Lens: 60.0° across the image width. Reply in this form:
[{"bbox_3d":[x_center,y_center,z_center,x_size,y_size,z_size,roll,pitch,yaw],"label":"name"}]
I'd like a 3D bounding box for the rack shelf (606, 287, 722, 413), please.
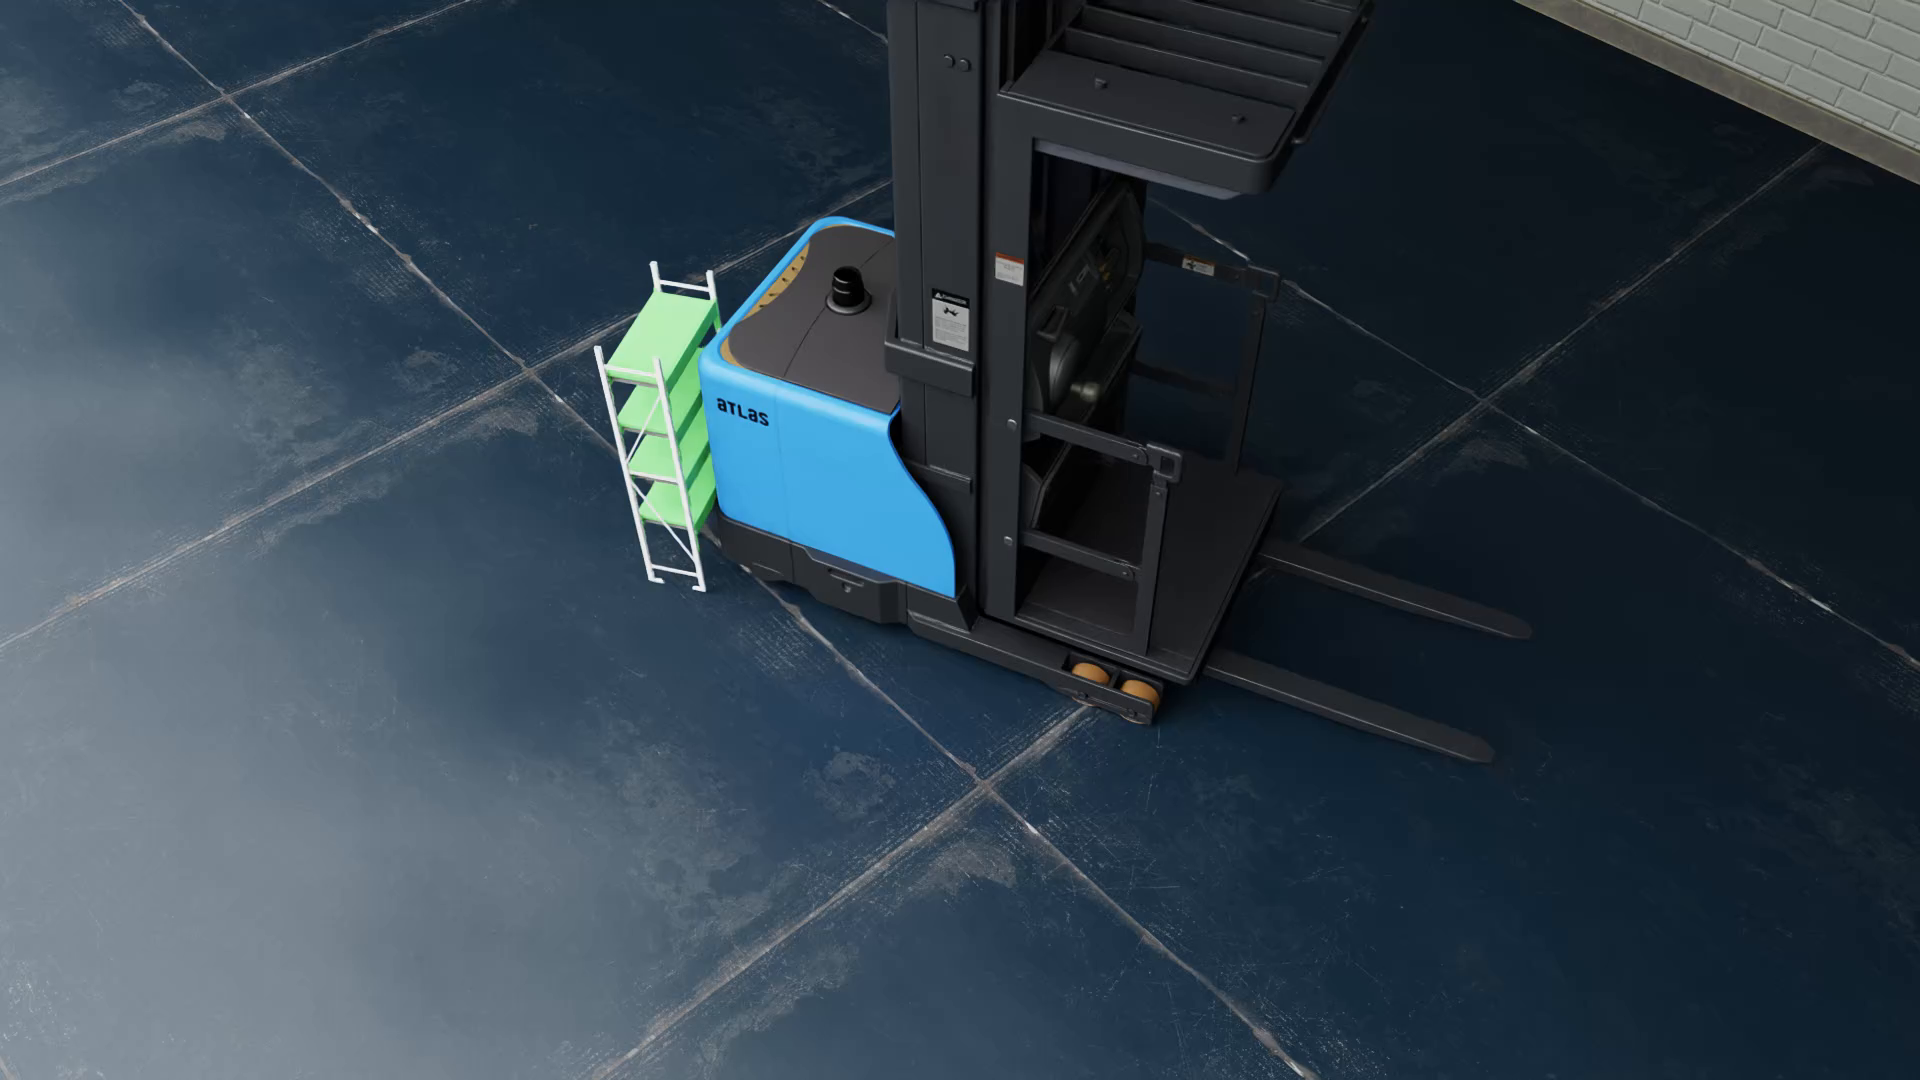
[{"bbox_3d":[-1.072,-0.690,5.999,0.258,0.148,0.480,11,48,12],"label":"rack shelf"}]

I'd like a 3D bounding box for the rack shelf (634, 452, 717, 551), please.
[{"bbox_3d":[-1.056,-0.198,6.525,0.258,0.148,0.480,11,48,12],"label":"rack shelf"}]

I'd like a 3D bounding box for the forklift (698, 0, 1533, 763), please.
[{"bbox_3d":[0.607,-0.768,5.464,3.031,2.935,1.130,19,50,17],"label":"forklift"}]

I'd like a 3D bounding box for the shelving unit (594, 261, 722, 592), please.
[{"bbox_3d":[-1.063,-0.405,6.303,0.258,1.200,0.503,11,48,12],"label":"shelving unit"}]

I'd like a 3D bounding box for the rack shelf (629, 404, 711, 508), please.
[{"bbox_3d":[-1.062,-0.362,6.350,0.258,0.148,0.480,11,48,12],"label":"rack shelf"}]

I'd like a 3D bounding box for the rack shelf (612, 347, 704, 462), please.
[{"bbox_3d":[-1.067,-0.526,6.175,0.258,0.148,0.480,11,48,12],"label":"rack shelf"}]

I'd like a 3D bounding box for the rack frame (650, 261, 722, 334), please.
[{"bbox_3d":[-0.996,-0.578,6.462,0.240,1.200,0.015,11,48,12],"label":"rack frame"}]

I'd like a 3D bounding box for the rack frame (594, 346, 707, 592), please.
[{"bbox_3d":[-1.130,-0.233,6.144,0.240,1.200,0.015,11,48,12],"label":"rack frame"}]
